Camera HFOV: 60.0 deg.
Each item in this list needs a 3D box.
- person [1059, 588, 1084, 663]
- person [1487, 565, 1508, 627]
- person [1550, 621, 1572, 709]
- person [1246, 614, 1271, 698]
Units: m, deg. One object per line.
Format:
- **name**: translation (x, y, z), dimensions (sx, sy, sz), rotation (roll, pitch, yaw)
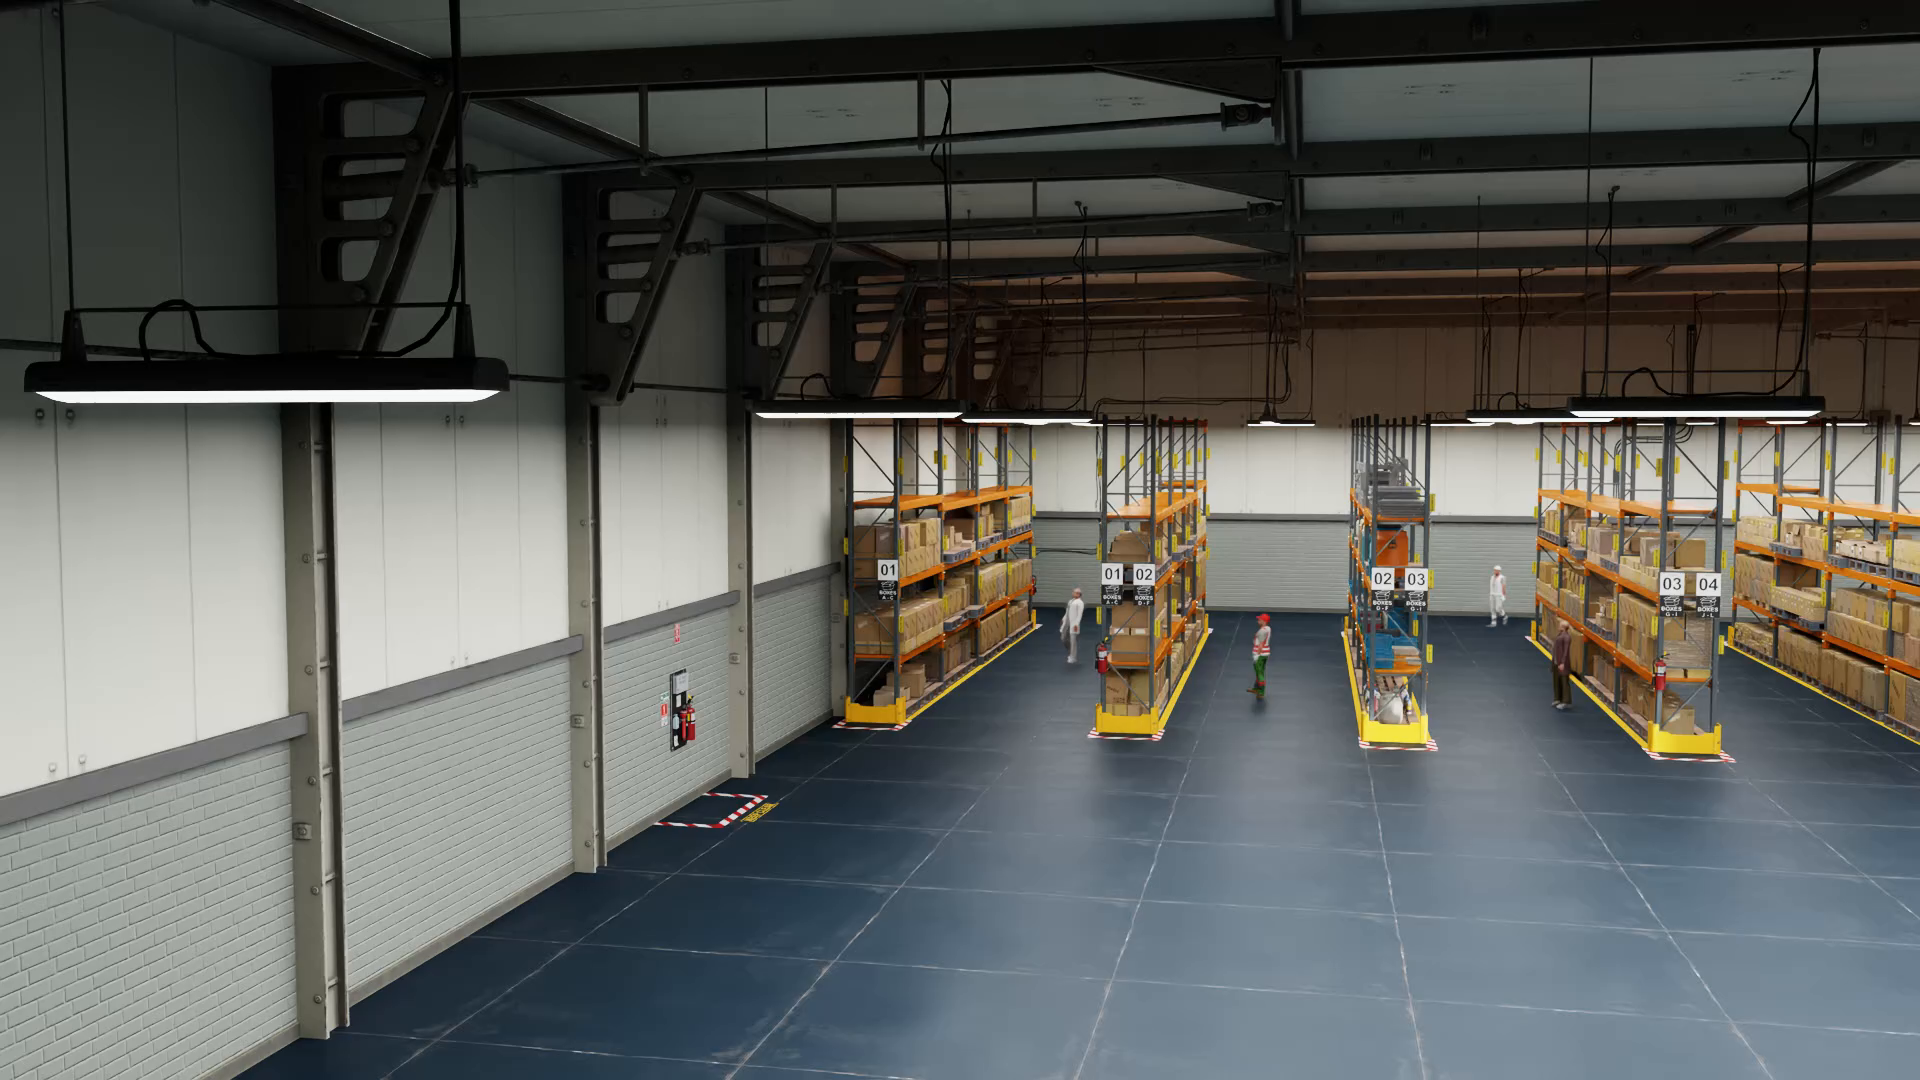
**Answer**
- **person**: translation (2.695, 2.048, 40.128), dimensions (0.689, 1.766, 0.713), rotation (4, 5, 44)
- **person**: translation (15.484, 1.626, 47.917), dimensions (0.591, 1.787, 0.555), rotation (-2, 4, -30)
- **person**: translation (12.366, 2.551, 34.239), dimensions (0.439, 1.790, 0.579), rotation (-1, 4, -14)
- **person**: translation (6.375, 2.461, 35.719), dimensions (0.657, 1.784, 0.564), rotation (3, 5, 39)
